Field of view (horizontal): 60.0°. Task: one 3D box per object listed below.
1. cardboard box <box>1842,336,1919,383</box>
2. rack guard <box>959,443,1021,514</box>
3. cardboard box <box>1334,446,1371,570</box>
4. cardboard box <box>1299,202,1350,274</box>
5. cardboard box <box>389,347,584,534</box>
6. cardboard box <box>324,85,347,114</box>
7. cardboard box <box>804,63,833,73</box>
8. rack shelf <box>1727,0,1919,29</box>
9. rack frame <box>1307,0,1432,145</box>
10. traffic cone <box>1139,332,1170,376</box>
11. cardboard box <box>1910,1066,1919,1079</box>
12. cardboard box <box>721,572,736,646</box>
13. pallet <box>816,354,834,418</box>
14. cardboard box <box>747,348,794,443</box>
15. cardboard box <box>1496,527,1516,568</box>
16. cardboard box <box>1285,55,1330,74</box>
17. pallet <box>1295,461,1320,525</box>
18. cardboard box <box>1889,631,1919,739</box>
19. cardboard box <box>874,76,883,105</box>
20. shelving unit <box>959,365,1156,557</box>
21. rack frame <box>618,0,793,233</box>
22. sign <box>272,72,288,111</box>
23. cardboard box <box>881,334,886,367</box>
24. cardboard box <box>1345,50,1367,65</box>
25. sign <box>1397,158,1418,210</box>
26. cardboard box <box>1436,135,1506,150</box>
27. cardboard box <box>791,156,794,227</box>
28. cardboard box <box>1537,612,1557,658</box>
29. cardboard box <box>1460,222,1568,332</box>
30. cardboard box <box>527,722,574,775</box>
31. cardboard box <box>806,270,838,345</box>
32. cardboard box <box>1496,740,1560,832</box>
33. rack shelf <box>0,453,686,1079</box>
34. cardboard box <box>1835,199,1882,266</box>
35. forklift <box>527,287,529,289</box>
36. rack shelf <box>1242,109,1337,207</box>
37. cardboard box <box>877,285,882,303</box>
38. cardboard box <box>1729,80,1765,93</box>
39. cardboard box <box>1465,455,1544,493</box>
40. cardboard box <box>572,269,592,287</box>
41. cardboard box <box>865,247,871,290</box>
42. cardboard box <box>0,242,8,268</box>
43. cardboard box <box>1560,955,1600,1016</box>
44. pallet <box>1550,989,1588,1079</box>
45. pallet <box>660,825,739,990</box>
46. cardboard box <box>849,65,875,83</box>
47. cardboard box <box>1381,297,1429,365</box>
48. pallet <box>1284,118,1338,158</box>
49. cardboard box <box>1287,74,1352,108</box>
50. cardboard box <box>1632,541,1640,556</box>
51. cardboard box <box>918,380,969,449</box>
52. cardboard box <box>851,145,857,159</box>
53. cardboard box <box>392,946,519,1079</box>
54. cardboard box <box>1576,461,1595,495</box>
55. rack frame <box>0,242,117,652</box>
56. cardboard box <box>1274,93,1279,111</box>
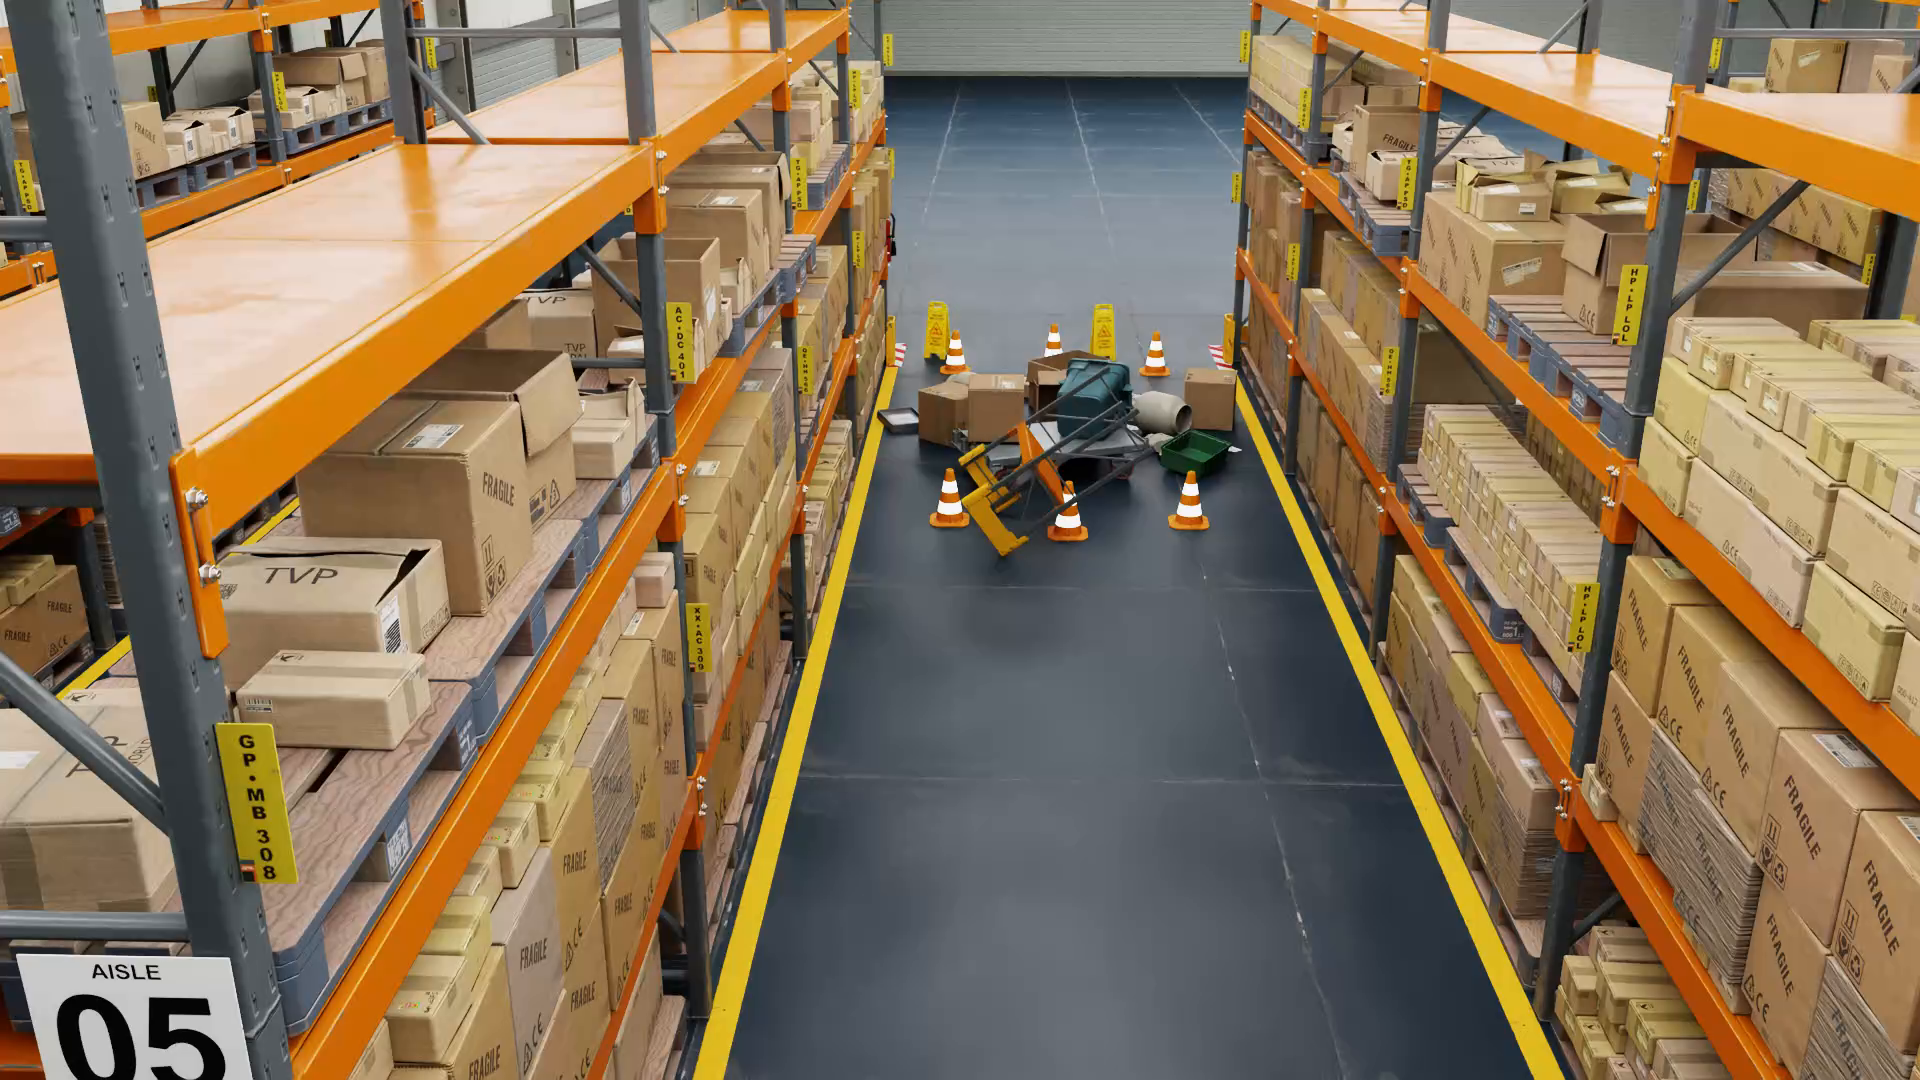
[{"bbox_3d":[3.523,-0.654,6.179,0.380,0.149,0.250,1,21,3],"label":"cardboard box"},{"bbox_3d":[0.259,-0.528,14.298,0.250,0.587,0.087,-33,19,11],"label":"rack guard"},{"bbox_3d":[3.510,-0.247,12.841,1.050,0.750,0.750,1,21,2],"label":"cardboard box"},{"bbox_3d":[3.546,-2.717,14.978,0.875,0.550,0.550,1,21,2],"label":"cardboard box"},{"bbox_3d":[-1.703,-0.337,5.537,0.797,0.503,0.637,2,21,6],"label":"cardboard box"},{"bbox_3d":[-6.063,-4.193,15.804,0.396,0.266,0.258,0,21,0],"label":"cardboard box"},{"bbox_3d":[-1.536,-4.911,17.430,0.380,0.149,0.250,1,21,1],"label":"cardboard box"},{"bbox_3d":[8.516,-5.103,15.533,1.077,0.370,4.000,1,21,2],"label":"rack shelf"},{"bbox_3d":[3.500,-4.808,13.773,1.000,3.000,0.127,1,21,2],"label":"rack frame"},{"bbox_3d":[2.186,-2.098,18.590,0.336,0.463,0.334,1,21,2],"label":"traffic cone"},{"bbox_3d":[2.912,1.791,4.510,0.500,0.500,0.500,0,21,1],"label":"cardboard box"},{"bbox_3d":[-1.411,0.356,8.275,0.500,0.250,0.500,1,21,2],"label":"cardboard box"},{"bbox_3d":[-1.553,-1.209,13.057,1.003,0.211,1.213,1,21,2],"label":"pallet"},{"bbox_3d":[-1.327,-0.905,10.489,0.500,0.500,0.500,0,21,0],"label":"cardboard box"},{"bbox_3d":[3.108,0.042,8.924,0.380,0.149,0.250,1,21,2],"label":"cardboard box"},{"bbox_3d":[3.223,-4.408,15.417,0.380,0.149,0.250,1,21,2],"label":"cardboard box"},{"bbox_3d":[3.552,-0.431,14.641,1.003,0.211,1.213,1,21,2],"label":"pallet"},{"bbox_3d":[2.921,0.468,4.529,0.500,0.250,0.500,2,21,4],"label":"cardboard box"},{"bbox_3d":[-1.075,-4.754,17.578,0.500,0.250,0.500,0,21,1],"label":"cardboard box"},{"bbox_3d":[0.783,-0.681,13.714,1.500,0.587,1.083,-33,19,11],"label":"shelving unit"},{"bbox_3d":[-1.572,-3.379,10.092,1.000,3.000,0.127,1,21,2],"label":"rack frame"},{"bbox_3d":[-5.869,-3.866,14.342,0.100,0.325,0.005,1,21,2],"label":"sign"},{"bbox_3d":[-1.085,-2.085,18.270,0.500,0.250,0.500,1,21,1],"label":"cardboard box"},{"bbox_3d":[3.897,-4.584,15.870,0.380,0.149,0.250,1,21,1],"label":"cardboard box"},{"bbox_3d":[2.824,-2.250,10.504,0.100,0.325,0.005,1,21,2],"label":"sign"},{"bbox_3d":[3.651,-2.790,12.124,0.500,0.311,0.500,0,21,1],"label":"cardboard box"},{"bbox_3d":[-1.533,-2.370,11.499,0.700,0.500,0.500,1,21,2],"label":"cardboard box"},{"bbox_3d":[3.088,0.473,8.223,0.380,0.149,0.250,1,21,1],"label":"cardboard box"},{"bbox_3d":[3.077,-1.444,9.113,0.500,0.500,0.500,1,21,2],"label":"cardboard box"},{"bbox_3d":[-1.480,0.714,5.418,0.380,0.149,0.250,1,21,2],"label":"cardboard box"},{"bbox_3d":[-1.271,-1.874,13.377,0.500,0.500,0.500,1,21,3],"label":"cardboard box"},{"bbox_3d":[3.027,1.230,8.345,0.500,0.250,0.500,0,21,0],"label":"cardboard box"},{"bbox_3d":[-1.755,0.524,5.173,1.077,0.370,4.000,1,21,2],"label":"rack shelf"},{"bbox_3d":[8.193,-2.737,14.798,0.500,0.500,0.500,1,21,2],"label":"cardboard box"},{"bbox_3d":[-3.674,-0.708,11.595,3.031,2.935,1.130,17,27,36],"label":"forklift"},{"bbox_3d":[3.561,-3.797,16.309,1.077,0.370,4.000,1,21,2],"label":"rack shelf"},{"bbox_3d":[-1.037,-2.615,17.702,0.380,0.149,0.250,1,21,3],"label":"cardboard box"},{"bbox_3d":[8.232,-4.691,17.274,0.380,0.149,0.250,1,21,3],"label":"cardboard box"},{"bbox_3d":[3.138,-0.376,9.589,0.380,0.149,0.250,2,21,4],"label":"cardboard box"},{"bbox_3d":[-1.786,-1.307,8.639,0.380,0.166,0.250,2,21,6],"label":"cardboard box"},{"bbox_3d":[-1.138,-2.733,16.170,0.500,0.500,0.500,0,21,1],"label":"cardboard box"},{"bbox_3d":[-6.307,-1.776,10.314,0.500,0.250,0.500,0,21,0],"label":"cardboard box"},{"bbox_3d":[2.926,2.004,7.460,0.380,0.149,0.250,2,21,4],"label":"cardboard box"},{"bbox_3d":[3.272,2.425,7.281,1.003,0.211,1.213,1,21,2],"label":"pallet"},{"bbox_3d":[-1.746,1.884,8.675,1.003,0.211,1.213,1,21,2],"label":"pallet"},{"bbox_3d":[-1.080,-4.817,17.189,0.380,0.149,0.250,0,21,1],"label":"cardboard box"},{"bbox_3d":[3.416,-1.422,11.821,0.700,0.500,0.500,0,21,1],"label":"cardboard box"},{"bbox_3d":[3.536,-3.664,15.094,1.003,0.211,1.213,1,21,2],"label":"pallet"},{"bbox_3d":[3.274,-4.084,15.132,0.500,0.250,0.500,1,21,1],"label":"cardboard box"},{"bbox_3d":[3.764,0.053,8.896,0.380,0.149,0.250,0,21,1],"label":"cardboard box"},{"bbox_3d":[-0.058,-1.237,16.316,0.500,0.500,0.500,18,27,38],"label":"cardboard box"},{"bbox_3d":[-1.130,-3.514,14.933,0.380,0.149,0.250,1,21,2],"label":"cardboard box"},{"bbox_3d":[-1.508,1.440,4.444,0.500,0.500,0.500,0,21,0],"label":"cardboard box"},{"bbox_3d":[3.786,-0.369,9.571,0.380,0.149,0.250,1,21,2],"label":"cardboard box"},{"bbox_3d":[-6.534,-0.636,11.314,1.000,3.000,0.127,1,21,2],"label":"rack frame"},{"bbox_3d":[3.237,-4.222,16.038,0.380,0.149,0.250,1,21,1],"label":"cardboard box"}]
